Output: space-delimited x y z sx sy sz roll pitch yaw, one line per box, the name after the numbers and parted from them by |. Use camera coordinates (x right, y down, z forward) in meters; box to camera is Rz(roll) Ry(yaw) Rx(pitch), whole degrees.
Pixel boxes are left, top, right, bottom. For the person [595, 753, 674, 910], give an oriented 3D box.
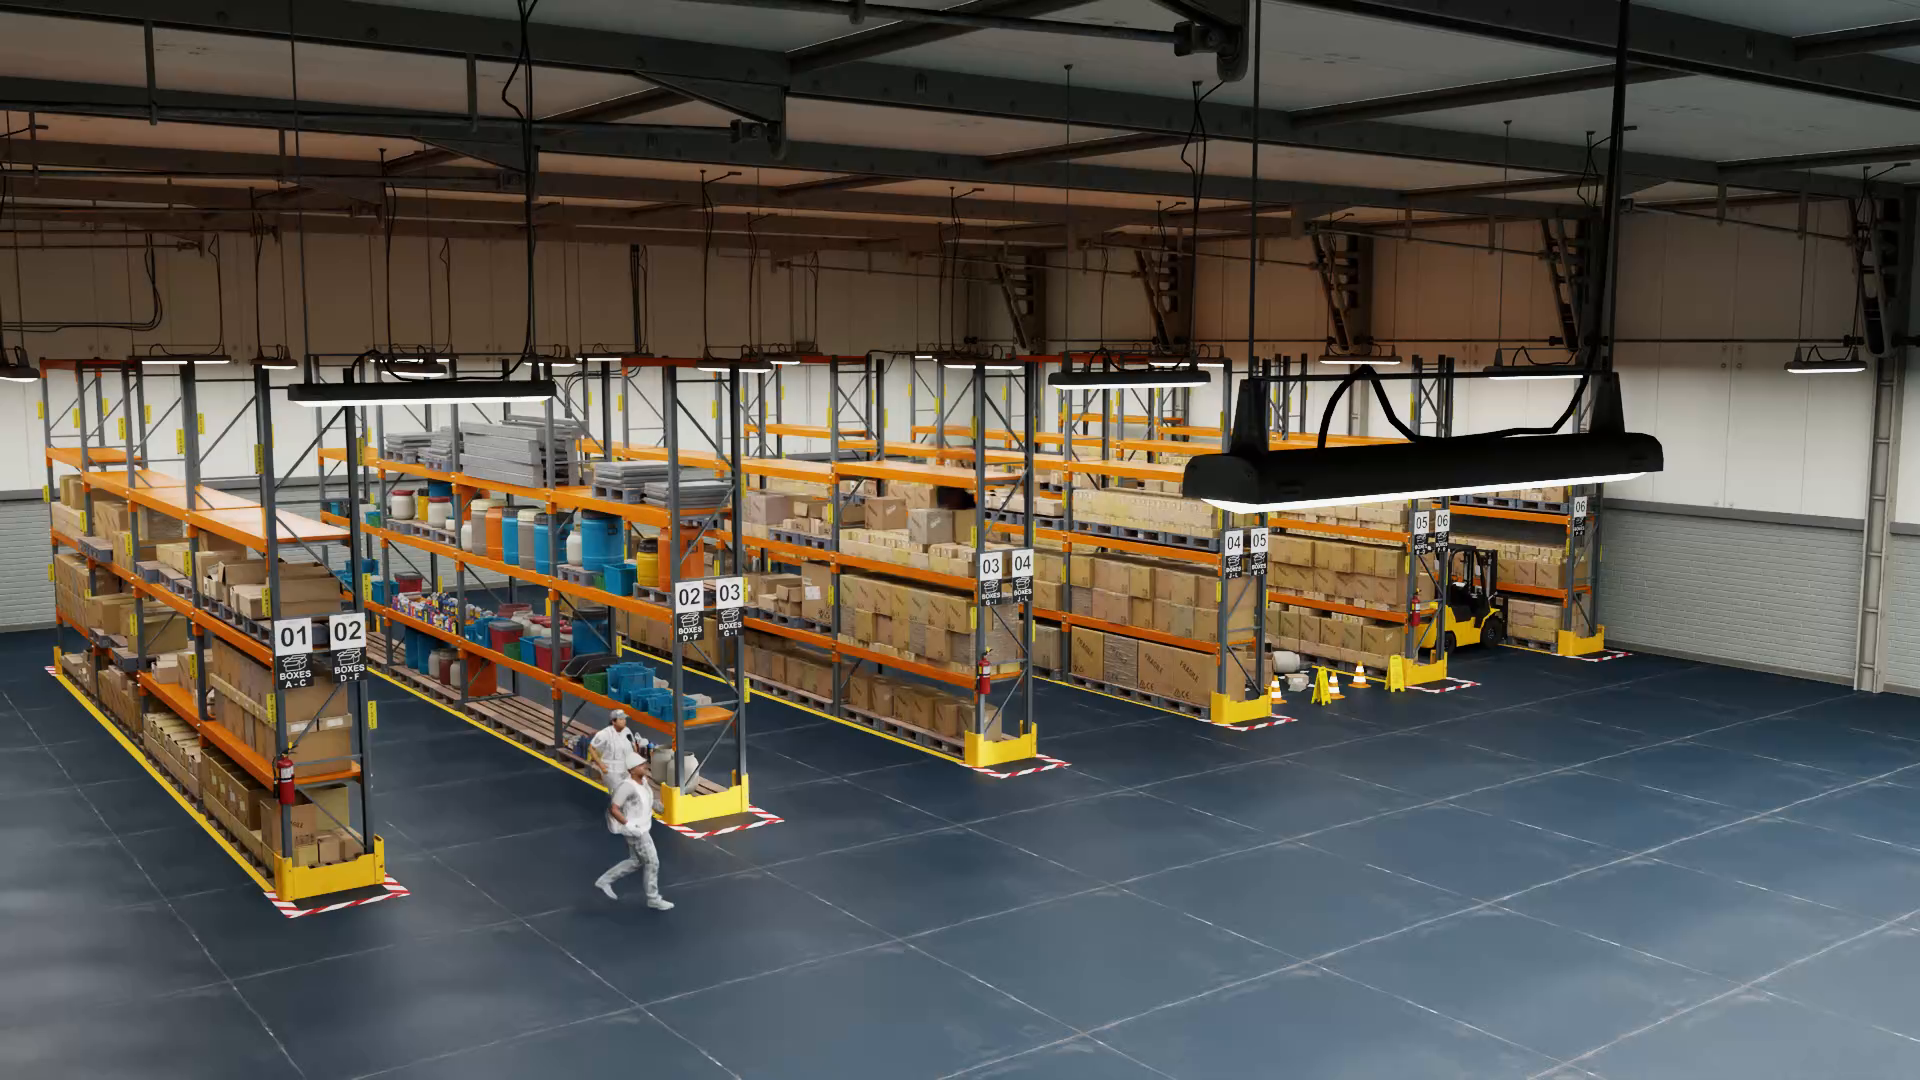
-3.639 3.237 18.524 0.882 1.786 0.670 0 7 -3 | person

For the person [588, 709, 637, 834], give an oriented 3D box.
-4.364 2.977 21.277 0.629 1.632 0.556 -6 9 -43 | person

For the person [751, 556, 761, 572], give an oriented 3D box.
-4.963 0.456 41.708 0.831 1.742 0.705 -6 9 -42 | person
